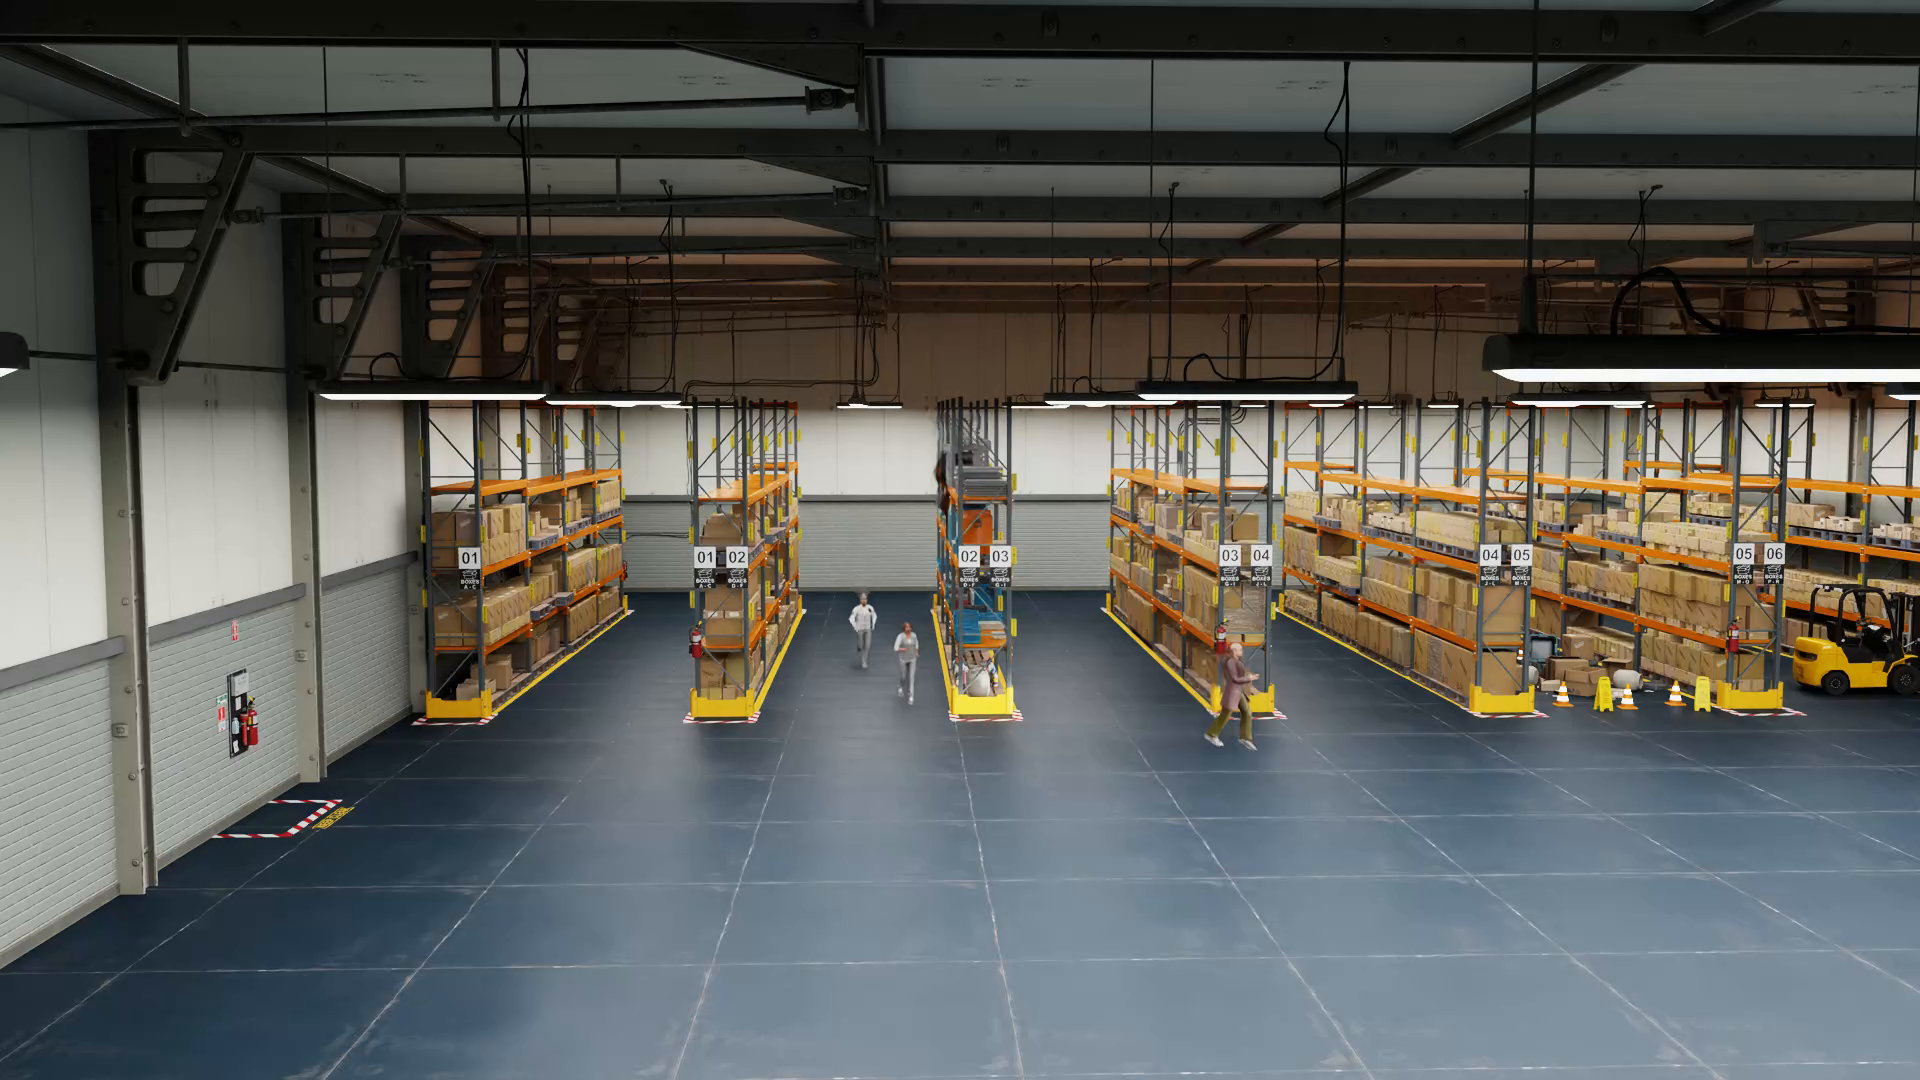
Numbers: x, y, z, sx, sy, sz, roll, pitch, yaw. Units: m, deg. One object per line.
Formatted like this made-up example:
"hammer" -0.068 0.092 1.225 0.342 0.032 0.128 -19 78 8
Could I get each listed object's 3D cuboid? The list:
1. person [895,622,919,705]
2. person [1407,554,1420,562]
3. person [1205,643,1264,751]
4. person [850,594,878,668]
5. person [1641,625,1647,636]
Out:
"person" -1.038 2.394 32.620 0.539 1.582 0.851 -1 5 -15
"person" 13.576 1.011 50.079 0.605 1.694 0.644 -1 5 -12
"person" 4.651 2.641 28.131 0.982 1.820 0.681 2 5 25
"person" -2.156 2.024 37.376 0.627 1.668 0.589 -1 5 -13
"person" 17.487 1.574 42.169 0.670 1.812 0.906 -1 4 -9
